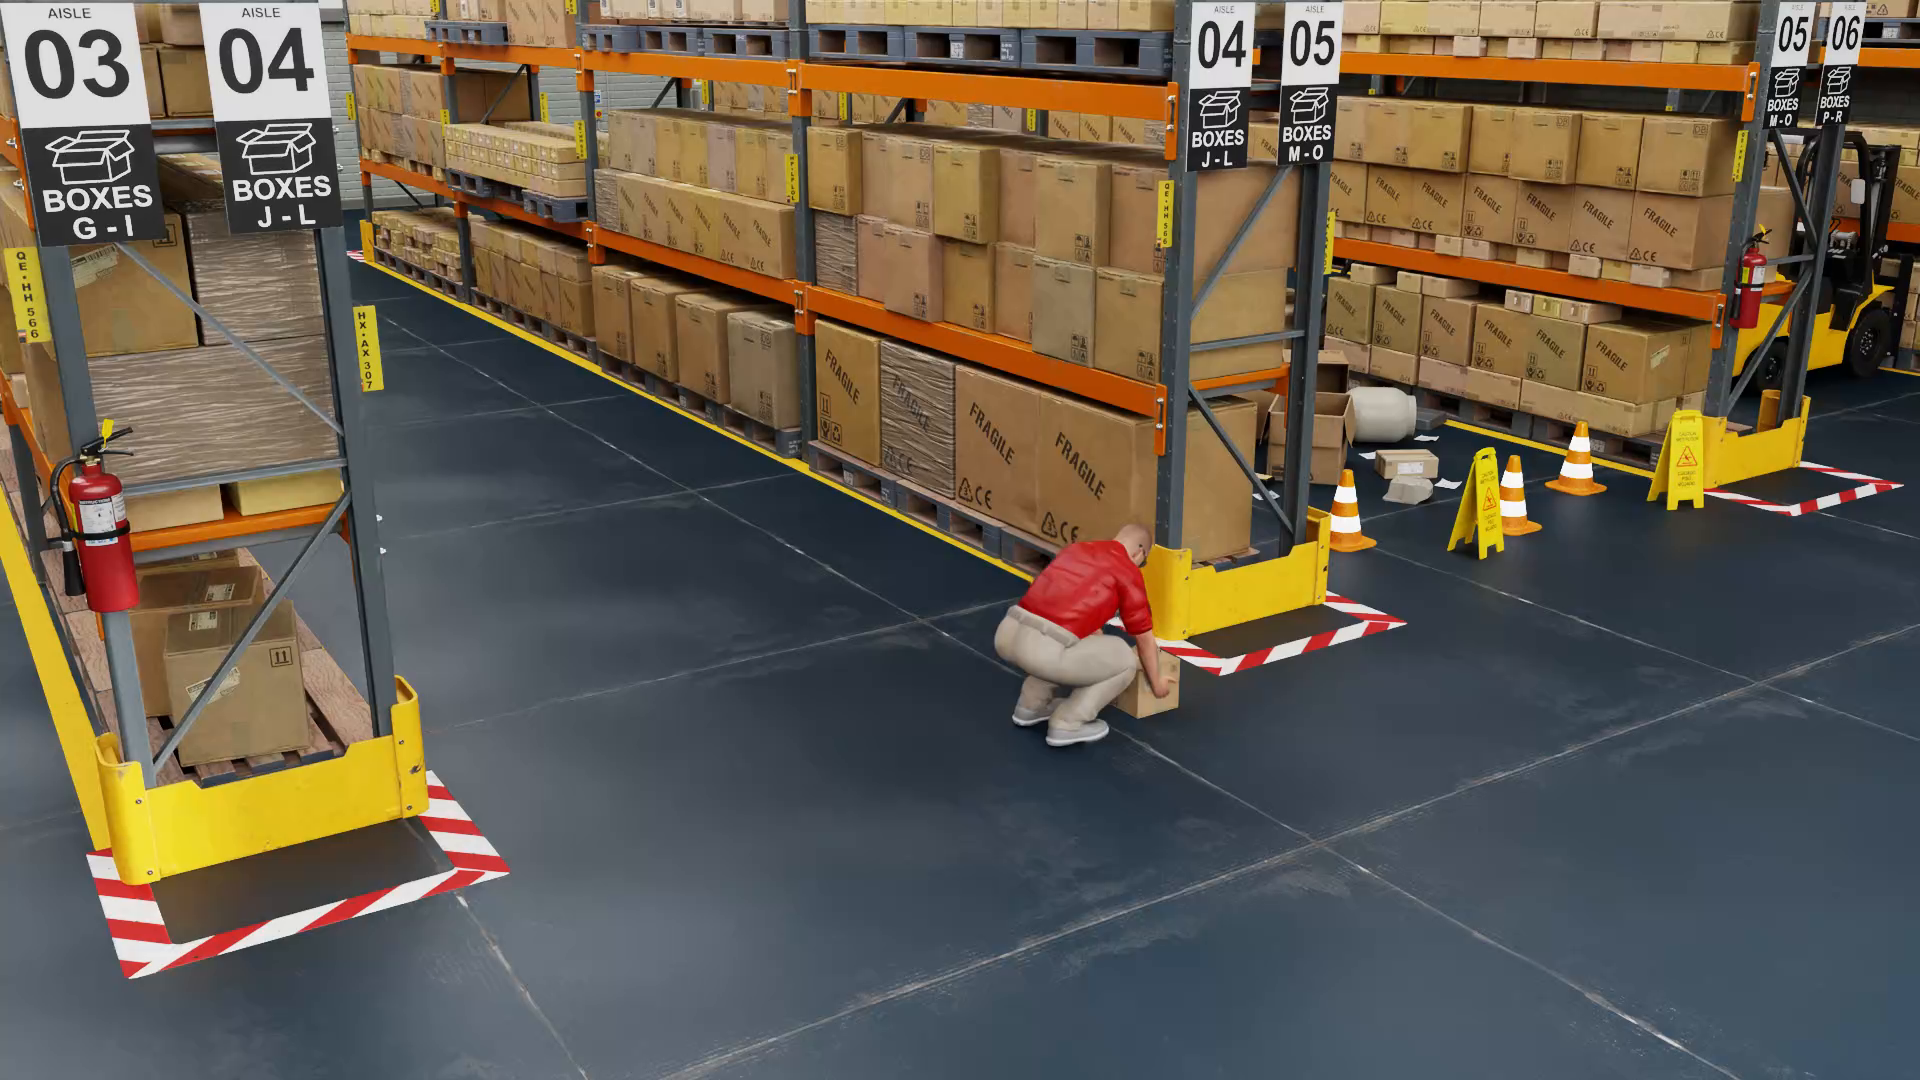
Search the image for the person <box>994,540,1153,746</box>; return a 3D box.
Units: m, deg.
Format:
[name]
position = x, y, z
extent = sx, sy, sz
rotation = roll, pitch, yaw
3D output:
[person]
position = 0.484, 0.462, 7.604
extent = 0.690, 0.845, 0.566
rotation = -11, 21, -32
